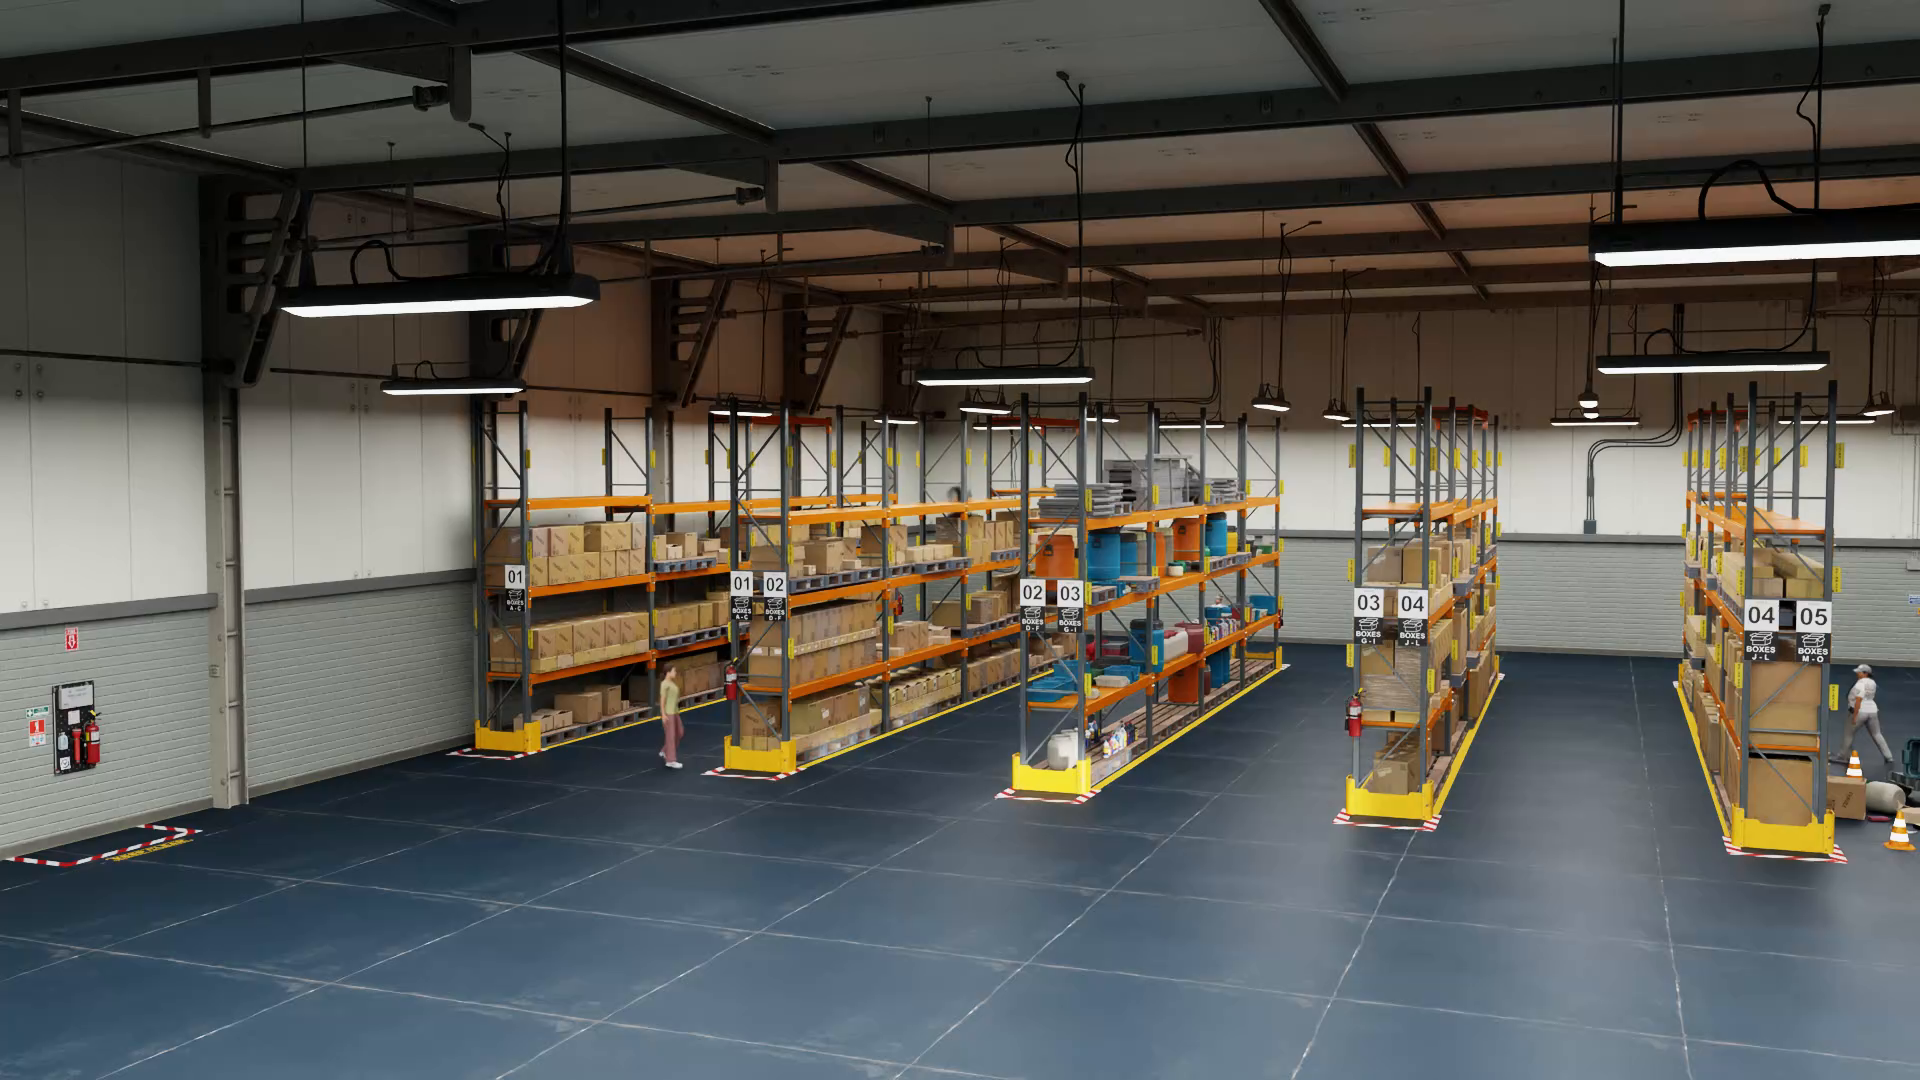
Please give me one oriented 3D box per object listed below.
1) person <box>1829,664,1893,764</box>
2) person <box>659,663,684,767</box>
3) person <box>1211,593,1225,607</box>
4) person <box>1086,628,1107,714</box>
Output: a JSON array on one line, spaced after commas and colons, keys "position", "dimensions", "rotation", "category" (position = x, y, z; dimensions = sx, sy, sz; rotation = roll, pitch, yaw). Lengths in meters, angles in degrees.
[{"position": [14.843, 2.857, 27.287], "dimensions": [0.592, 1.622, 0.894], "rotation": [-1, 3, -20], "category": "person"}, {"position": [-4.738, 2.854, 27.172], "dimensions": [0.497, 1.679, 0.517], "rotation": [0, 3, 7], "category": "person"}, {"position": [6.365, 2.152, 41.185], "dimensions": [0.494, 1.685, 0.513], "rotation": [-2, 4, -41], "category": "person"}, {"position": [2.664, 2.598, 32.531], "dimensions": [0.606, 1.796, 0.544], "rotation": [-1, 3, -15], "category": "person"}]
